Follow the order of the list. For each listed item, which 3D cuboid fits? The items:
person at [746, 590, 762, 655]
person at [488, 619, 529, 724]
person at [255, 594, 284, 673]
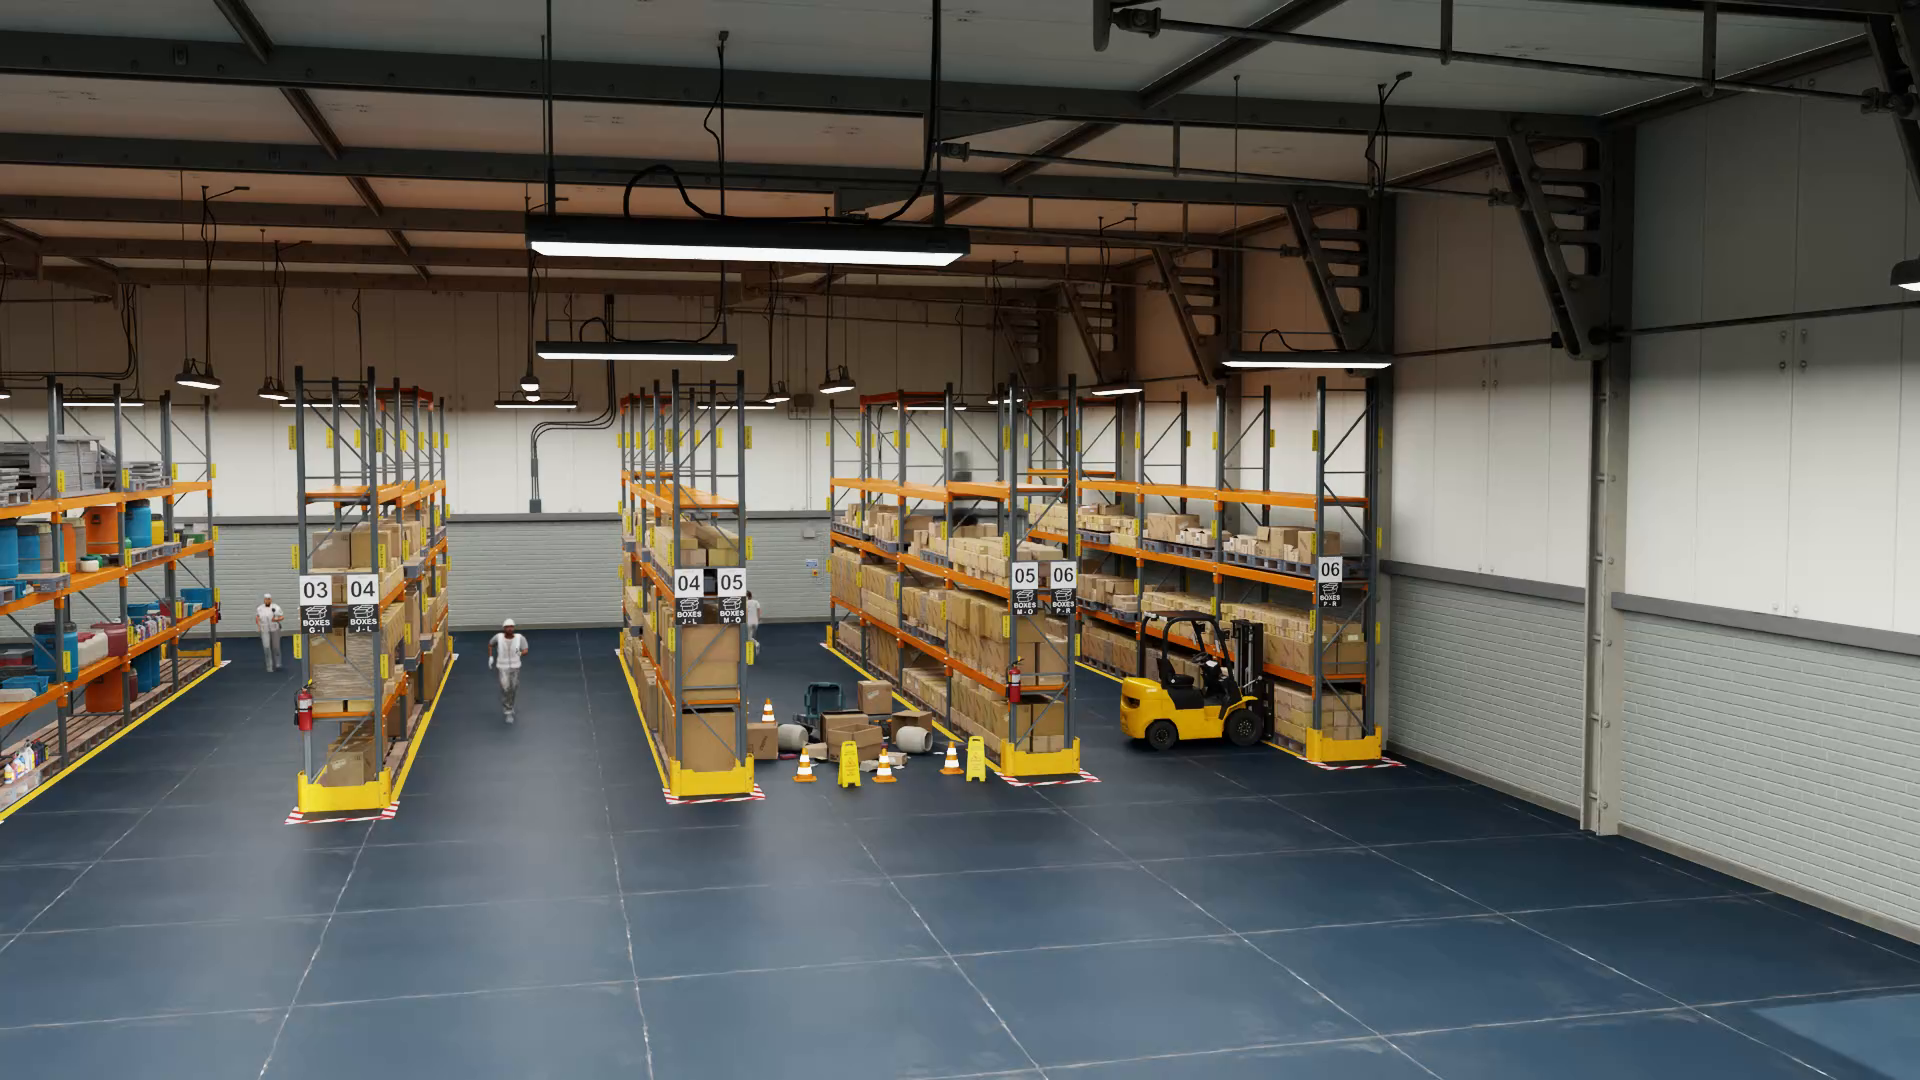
[{"bbox_3d":[-4.703,1.960,37.747,0.538,1.615,0.786,-2,4,-30],"label":"person"},{"bbox_3d":[-8.079,2.317,29.791,0.669,1.828,0.899,-2,4,-26],"label":"person"},{"bbox_3d":[-15.059,2.014,36.273,0.607,1.706,0.819,-1,4,-20],"label":"person"}]
